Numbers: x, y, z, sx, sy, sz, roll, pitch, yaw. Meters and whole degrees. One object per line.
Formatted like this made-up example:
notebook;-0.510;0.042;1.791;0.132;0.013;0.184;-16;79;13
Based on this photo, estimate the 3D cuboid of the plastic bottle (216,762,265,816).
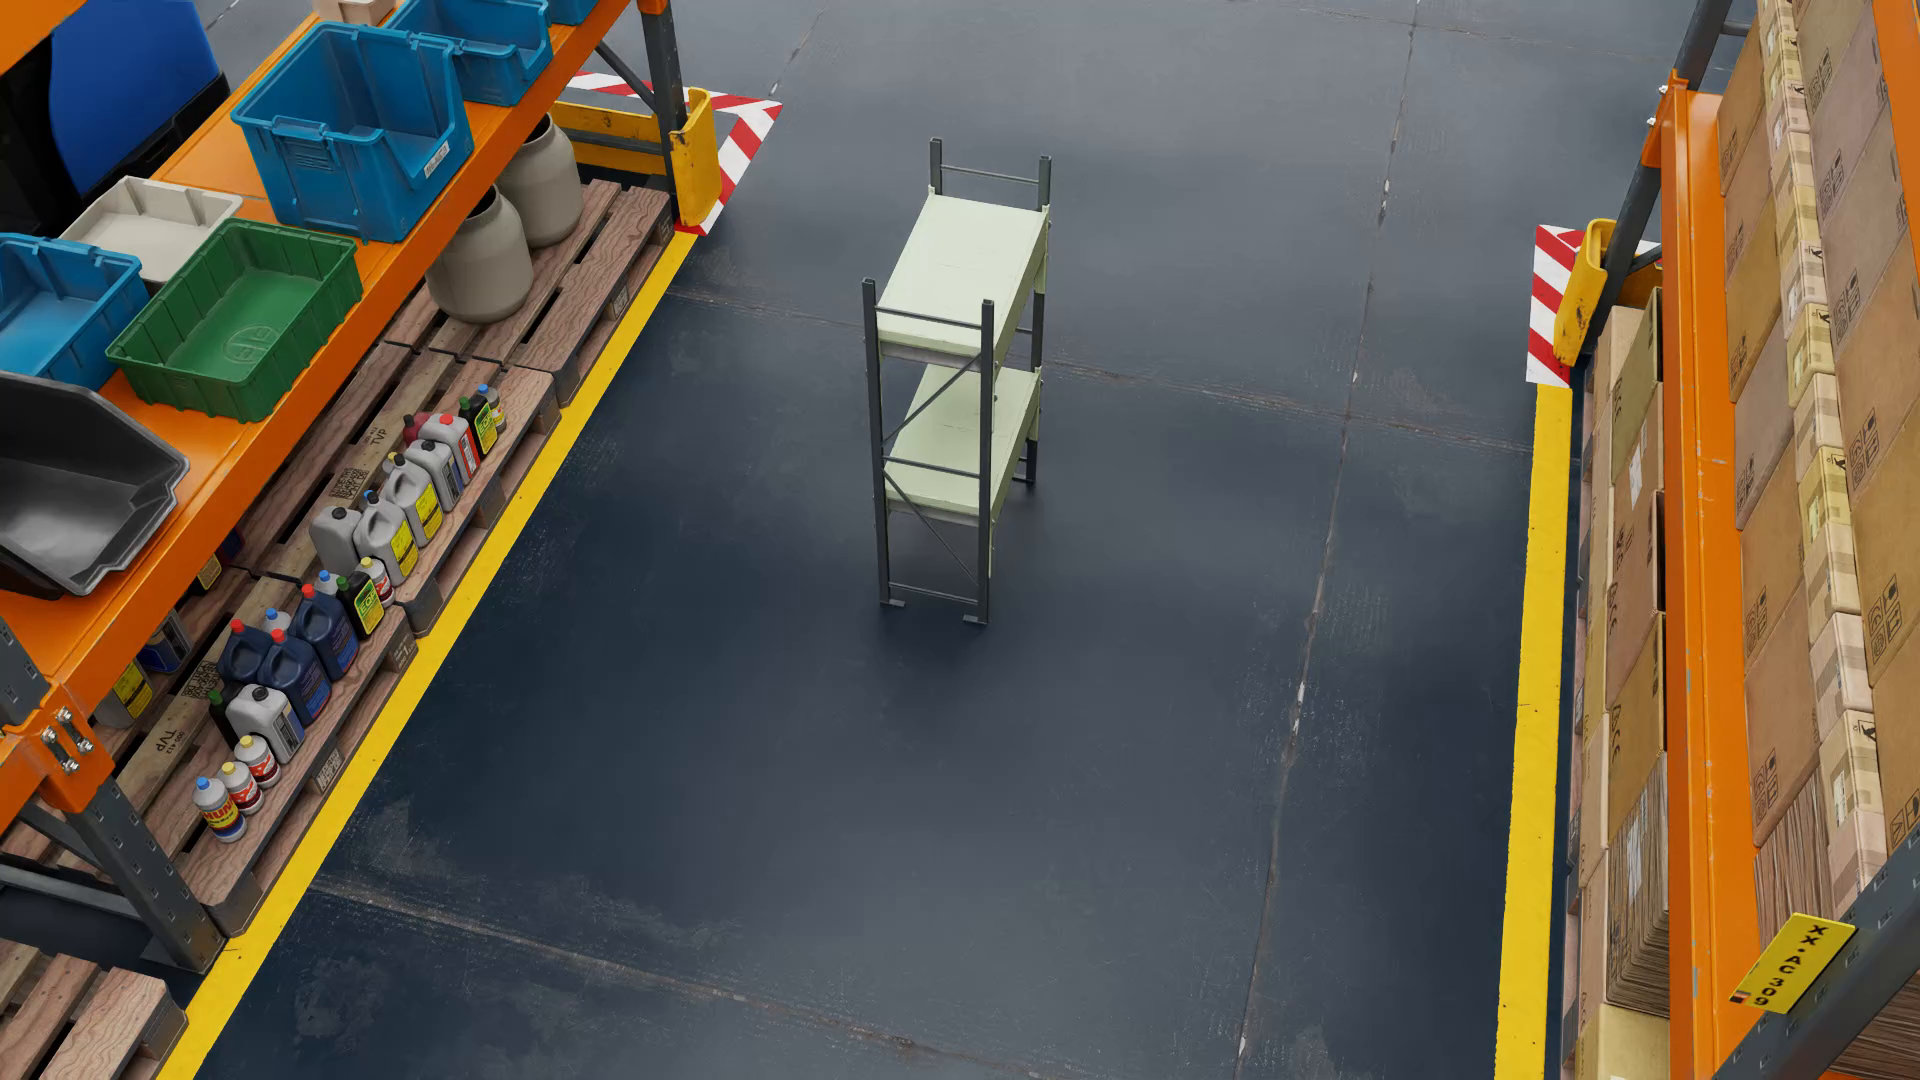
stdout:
plastic bottle;-2.236;0.759;5.153;0.097;0.201;0.097;0;49;0

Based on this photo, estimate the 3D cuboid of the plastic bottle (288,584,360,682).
plastic bottle;-2.107;0.288;5.468;0.144;0.351;0.185;10;49;8

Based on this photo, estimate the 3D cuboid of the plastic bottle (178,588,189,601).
plastic bottle;-2.742;0.032;5.695;0.144;0.351;0.185;11;50;10

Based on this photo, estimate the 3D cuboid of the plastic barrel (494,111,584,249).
plastic barrel;-1.816;-1.522;6.972;0.421;0.512;0.421;0;49;0

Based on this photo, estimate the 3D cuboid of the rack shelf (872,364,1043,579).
rack shelf;0.002;-0.285;5.936;0.431;0.370;0.720;12;50;10

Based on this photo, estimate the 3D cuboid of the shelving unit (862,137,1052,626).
shelving unit;0.002;-0.501;5.692;0.431;1.500;0.755;12;50;10

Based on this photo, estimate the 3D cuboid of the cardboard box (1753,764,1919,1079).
cardboard box;2.119;0.821;3.458;0.700;0.500;0.500;10;49;9

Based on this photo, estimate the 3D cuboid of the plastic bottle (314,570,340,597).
plastic bottle;-2.104;0.201;5.598;0.097;0.271;0.097;0;49;0

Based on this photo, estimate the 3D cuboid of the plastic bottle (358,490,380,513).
plastic bottle;-2.074;-0.096;5.907;0.097;0.201;0.097;0;49;0

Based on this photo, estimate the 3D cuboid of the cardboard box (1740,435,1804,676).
cardboard box;2.388;0.076;4.116;0.700;0.500;0.500;12;50;11

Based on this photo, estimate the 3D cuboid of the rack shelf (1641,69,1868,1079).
rack shelf;2.535;-0.033;4.758;1.077;0.370;4.000;12;50;10

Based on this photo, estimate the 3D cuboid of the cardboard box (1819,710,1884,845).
cardboard box;1.940;0.511;3.299;0.380;0.149;0.250;11;49;9

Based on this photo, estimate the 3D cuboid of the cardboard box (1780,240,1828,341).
cardboard box;2.345;-0.612;4.290;0.380;0.149;0.250;12;50;10

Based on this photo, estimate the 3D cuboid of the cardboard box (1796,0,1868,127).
cardboard box;2.779;-1.425;4.575;0.700;0.500;0.500;10;49;9

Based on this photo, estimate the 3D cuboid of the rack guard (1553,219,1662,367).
rack guard;3.068;-0.907;6.717;1.175;0.500;0.348;12;50;10

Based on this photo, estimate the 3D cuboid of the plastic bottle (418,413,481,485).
plastic bottle;-1.870;-0.350;6.081;0.152;0.276;0.135;12;50;10

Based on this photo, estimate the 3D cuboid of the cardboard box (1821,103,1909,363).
cardboard box;2.515;-0.698;3.933;0.700;0.500;0.500;12;50;10

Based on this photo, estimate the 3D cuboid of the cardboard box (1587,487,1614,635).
cardboard box;2.446;0.122;5.696;0.500;0.250;0.500;12;50;10

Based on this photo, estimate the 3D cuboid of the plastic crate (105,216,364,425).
plastic crate;-2.140;-0.660;4.973;0.450;0.188;0.662;12;50;10

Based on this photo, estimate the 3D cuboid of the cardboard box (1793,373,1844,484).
cardboard box;2.209;-0.229;3.952;0.380;0.149;0.250;13;50;11

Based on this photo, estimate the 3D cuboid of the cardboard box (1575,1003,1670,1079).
cardboard box;1.920;1.568;4.419;0.500;0.250;0.500;12;50;10

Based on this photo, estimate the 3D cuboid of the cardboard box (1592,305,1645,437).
cardboard box;2.706;-0.602;6.335;0.500;0.250;0.500;12;50;10

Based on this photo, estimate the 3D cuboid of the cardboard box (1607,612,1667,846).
cardboard box;2.191;0.599;4.775;0.500;0.500;0.500;12;50;10

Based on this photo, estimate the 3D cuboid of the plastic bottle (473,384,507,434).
plastic bottle;-1.777;-0.502;6.265;0.097;0.201;0.097;0;49;0

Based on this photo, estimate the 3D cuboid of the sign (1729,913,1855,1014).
sign;1.473;0.755;2.953;0.100;0.325;0.005;12;50;10

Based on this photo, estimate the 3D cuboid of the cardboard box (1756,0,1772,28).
cardboard box;2.750;-1.724;5.271;0.380;0.149;0.250;11;50;10

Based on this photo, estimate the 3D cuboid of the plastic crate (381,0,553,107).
plastic crate;-1.736;-1.759;5.901;0.499;0.251;0.408;12;50;10

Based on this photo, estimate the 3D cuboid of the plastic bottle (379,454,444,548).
plastic bottle;-1.946;-0.154;5.858;0.144;0.351;0.185;13;50;12

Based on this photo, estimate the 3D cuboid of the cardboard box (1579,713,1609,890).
cardboard box;2.178;0.844;5.058;0.500;0.250;0.500;12;50;10

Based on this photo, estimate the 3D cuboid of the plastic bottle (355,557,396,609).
plastic bottle;-2.010;0.138;5.701;0.097;0.201;0.097;0;49;0

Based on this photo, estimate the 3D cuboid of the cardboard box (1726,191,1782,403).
cardboard box;2.656;-0.676;4.780;0.700;0.500;0.500;12;50;10

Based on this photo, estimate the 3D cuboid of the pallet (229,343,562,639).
pallet;-2.233;-0.244;6.325;1.003;0.211;1.213;12;50;10

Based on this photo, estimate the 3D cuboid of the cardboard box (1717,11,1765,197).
cardboard box;2.926;-1.415;5.432;0.700;0.500;0.500;12;50;10

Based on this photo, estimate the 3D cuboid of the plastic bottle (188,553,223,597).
plastic bottle;-2.637;0.056;5.719;0.061;0.283;0.133;12;50;10

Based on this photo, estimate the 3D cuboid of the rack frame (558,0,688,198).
rack frame;-1.716;-2.697;6.630;1.000;3.000;0.127;12;50;10

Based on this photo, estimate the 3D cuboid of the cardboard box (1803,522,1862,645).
cardboard box;2.075;0.131;3.635;0.380;0.149;0.250;11;50;10

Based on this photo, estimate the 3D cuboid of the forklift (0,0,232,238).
forklift;-4.407;-2.044;6.099;1.130;2.935;3.031;15;50;13

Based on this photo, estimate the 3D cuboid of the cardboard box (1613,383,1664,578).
cardboard box;2.457;-0.124;5.413;0.500;0.500;0.500;12;50;10

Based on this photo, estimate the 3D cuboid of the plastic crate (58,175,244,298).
plastic crate;-2.586;-0.941;5.256;0.530;0.136;0.437;12;50;10

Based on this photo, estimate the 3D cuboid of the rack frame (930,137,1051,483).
rack frame;0.098;-0.766;5.926;0.400;1.500;0.023;12;50;10

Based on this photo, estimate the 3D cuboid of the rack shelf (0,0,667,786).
rack shelf;-2.243;-1.013;5.623;1.077;0.370;4.000;12;50;10

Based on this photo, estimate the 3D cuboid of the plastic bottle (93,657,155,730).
plastic bottle;-2.739;0.433;5.341;0.144;0.351;0.185;12;50;10

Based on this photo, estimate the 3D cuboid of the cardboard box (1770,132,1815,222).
cardboard box;2.480;-0.977;4.612;0.380;0.149;0.250;10;49;9

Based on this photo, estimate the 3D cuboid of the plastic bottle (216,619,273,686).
plastic bottle;-2.295;0.396;5.373;0.144;0.351;0.185;12;50;10

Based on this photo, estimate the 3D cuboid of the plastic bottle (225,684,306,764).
plastic bottle;-2.204;0.568;5.271;0.152;0.276;0.135;13;50;11

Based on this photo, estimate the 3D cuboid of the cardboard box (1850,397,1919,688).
cardboard box;2.251;0.026;3.295;0.700;0.500;0.500;11;50;10

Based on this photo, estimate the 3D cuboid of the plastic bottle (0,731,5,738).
plastic bottle;-2.974;0.652;5.247;0.097;0.201;0.097;0;49;0

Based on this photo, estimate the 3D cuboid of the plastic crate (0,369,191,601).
plastic crate;-2.509;-0.137;4.412;0.767;0.338;0.504;12;50;10

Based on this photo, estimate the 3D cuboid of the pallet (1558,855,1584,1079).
pallet;2.258;1.532;4.757;1.003;0.211;1.213;12;50;10

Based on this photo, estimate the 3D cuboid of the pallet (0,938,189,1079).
pallet;-2.938;1.694;4.614;1.003;0.211;1.213;12;50;10

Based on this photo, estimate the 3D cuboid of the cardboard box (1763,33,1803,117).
cardboard box;2.616;-1.352;4.943;0.380;0.149;0.250;12;50;10

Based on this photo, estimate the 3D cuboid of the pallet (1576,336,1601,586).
pallet;2.901;-0.233;6.315;1.003;0.211;1.213;12;50;10
